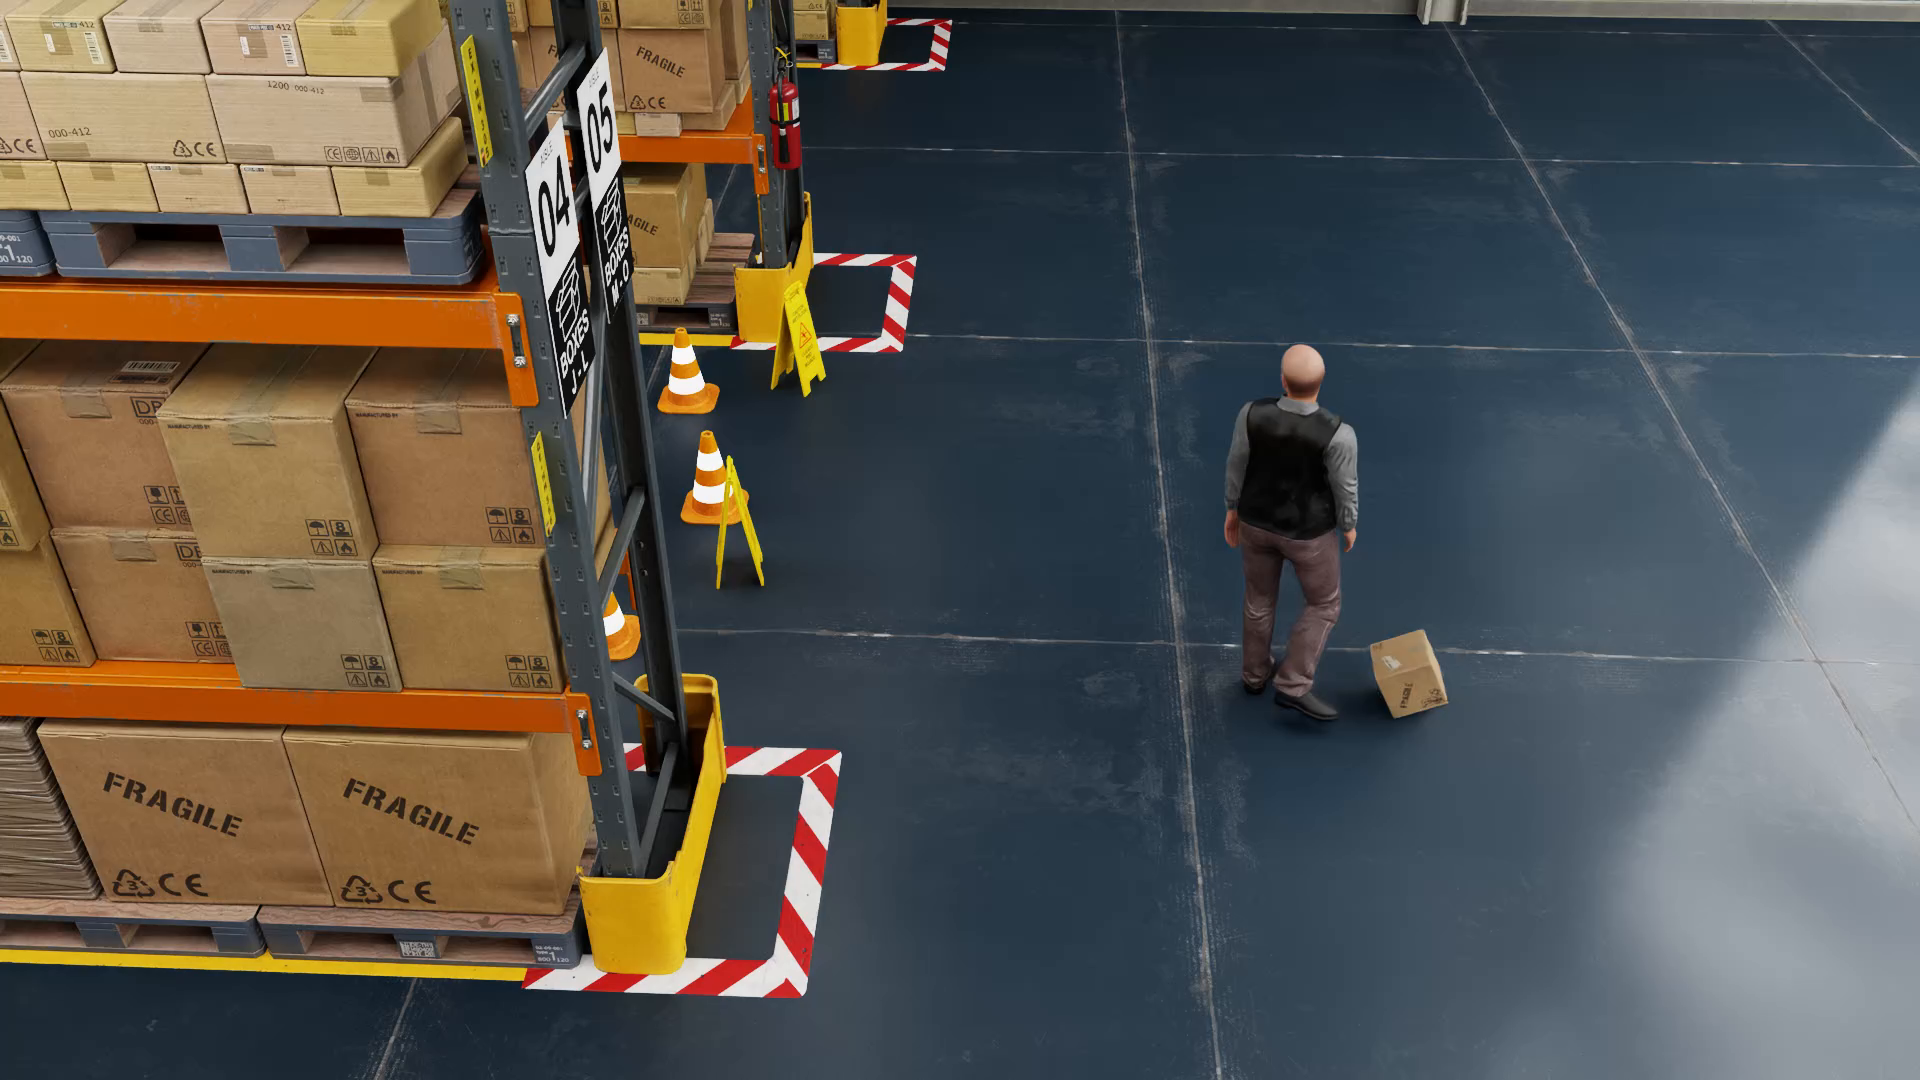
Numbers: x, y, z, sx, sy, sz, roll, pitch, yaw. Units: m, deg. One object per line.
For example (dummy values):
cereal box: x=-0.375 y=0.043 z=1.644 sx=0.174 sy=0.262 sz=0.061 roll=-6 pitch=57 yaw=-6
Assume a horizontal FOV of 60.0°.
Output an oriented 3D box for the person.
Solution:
person: x=1.453 y=-0.034 z=7.158 sx=0.696 sy=1.715 sz=0.432 roll=20 pitch=40 yaw=26
